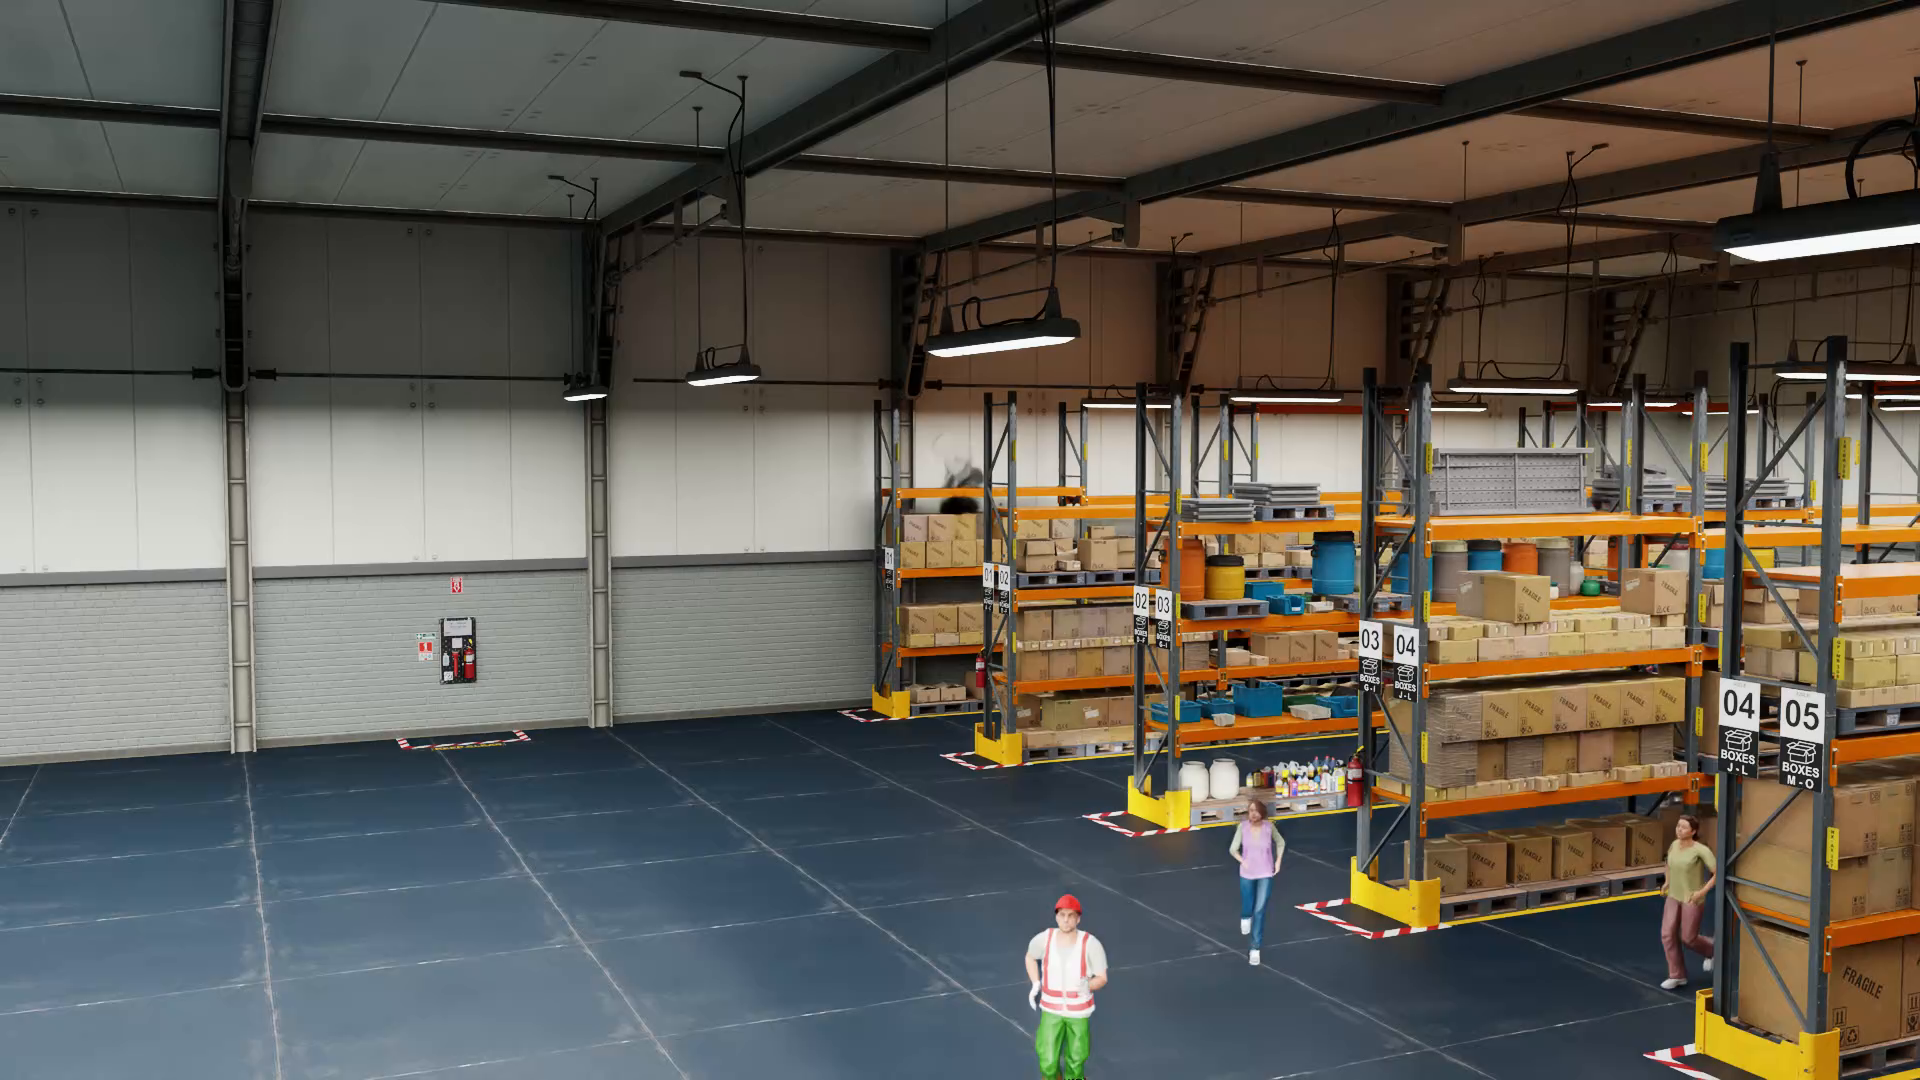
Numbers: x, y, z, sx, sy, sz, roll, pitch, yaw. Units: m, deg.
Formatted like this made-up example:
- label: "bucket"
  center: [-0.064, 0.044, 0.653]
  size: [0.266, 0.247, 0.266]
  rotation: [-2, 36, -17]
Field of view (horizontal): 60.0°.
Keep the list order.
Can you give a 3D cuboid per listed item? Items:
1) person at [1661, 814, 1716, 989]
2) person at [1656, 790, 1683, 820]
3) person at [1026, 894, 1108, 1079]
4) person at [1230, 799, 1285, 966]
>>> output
- label: "person"
  center: [6.977, 3.426, 15.876]
  size: [0.733, 1.640, 0.599]
  rotation: [-2, 4, -33]
- label: "person"
  center: [9.790, 2.938, 22.919]
  size: [0.904, 1.817, 0.674]
  rotation: [-2, 4, -27]
- label: "person"
  center: [0.779, 3.554, 12.400]
  size: [0.637, 1.797, 0.659]
  rotation: [0, 3, 8]
- label: "person"
  center: [3.004, 3.399, 16.810]
  size: [0.550, 1.597, 0.840]
  rotation: [1, 3, 13]
